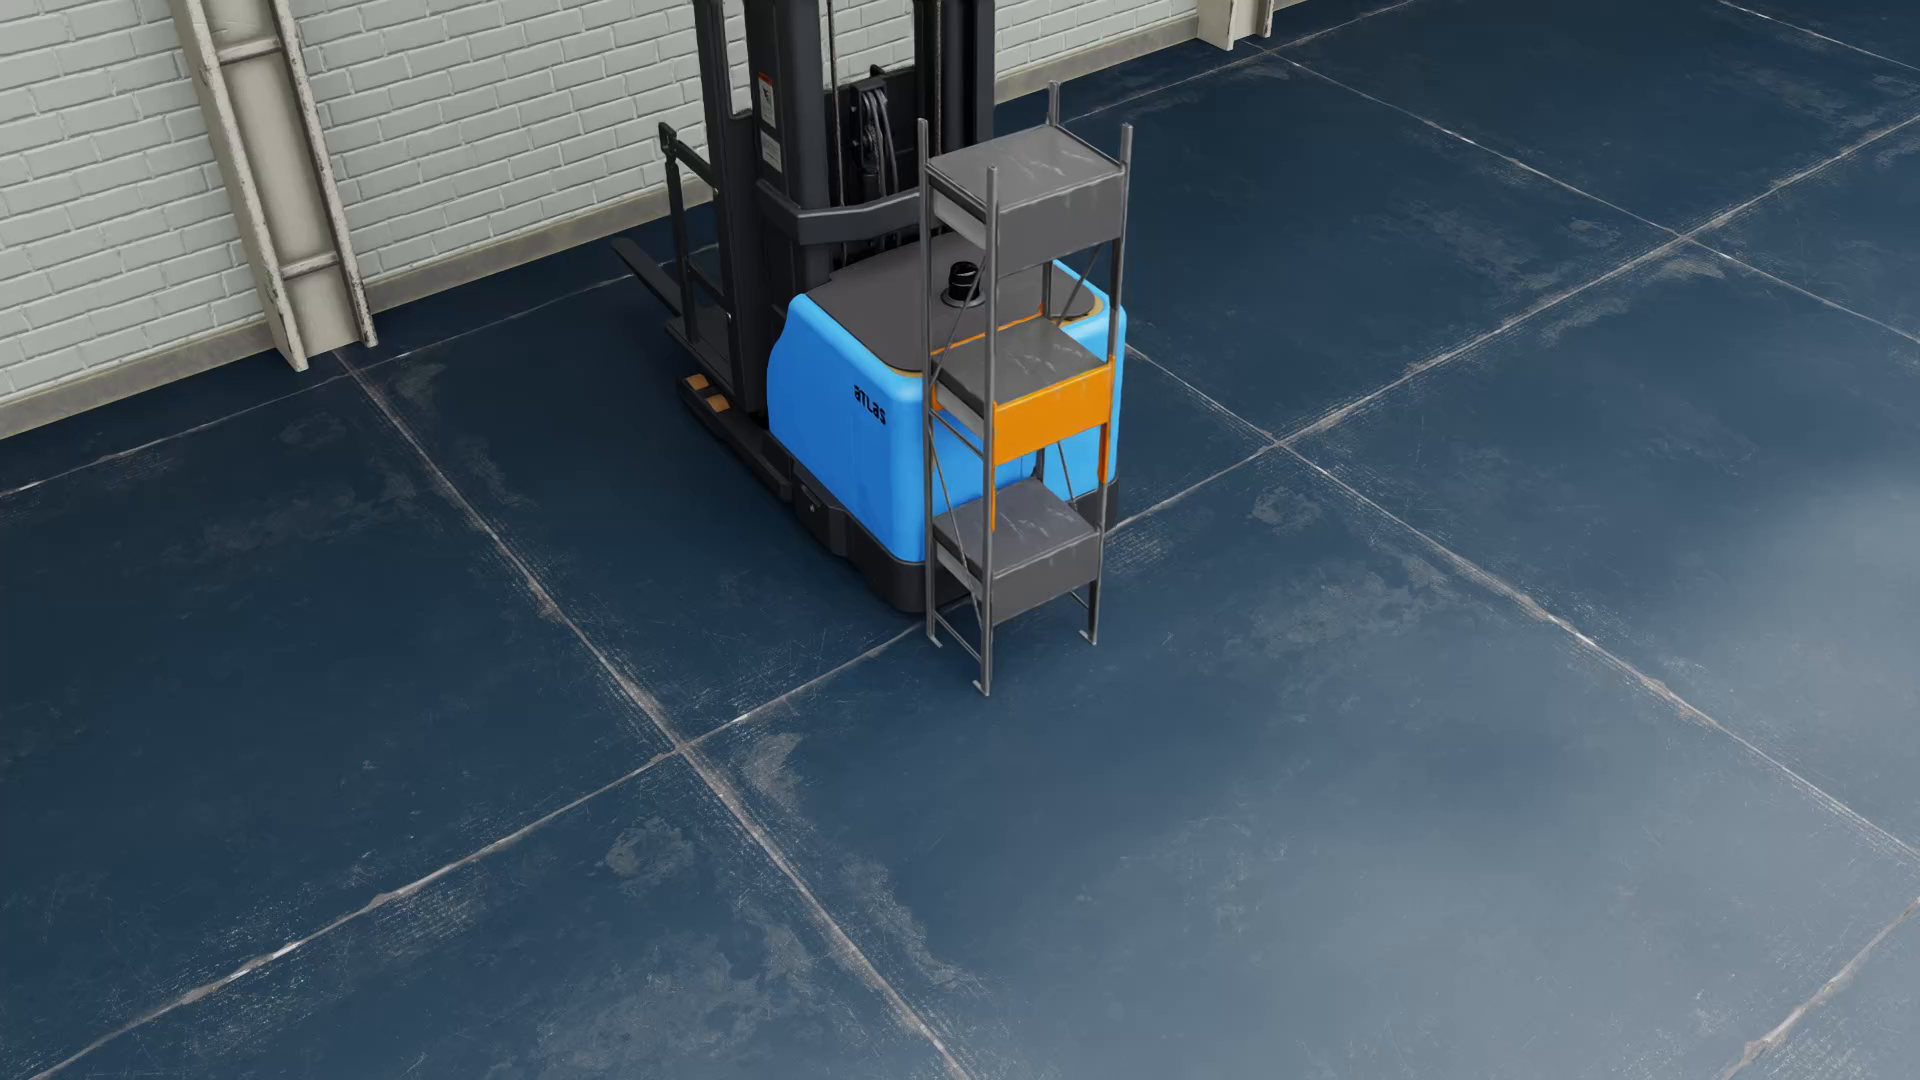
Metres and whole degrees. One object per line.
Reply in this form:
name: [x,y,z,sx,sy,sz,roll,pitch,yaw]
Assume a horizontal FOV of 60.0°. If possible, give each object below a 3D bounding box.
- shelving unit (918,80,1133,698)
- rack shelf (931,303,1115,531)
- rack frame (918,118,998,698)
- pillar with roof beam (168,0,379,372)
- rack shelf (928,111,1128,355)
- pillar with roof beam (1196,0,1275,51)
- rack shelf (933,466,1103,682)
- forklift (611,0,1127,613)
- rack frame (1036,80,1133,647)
shelving unit: [0.193,-0.432,5.621,0.503,2.100,0.431,-23,45,-25]
rack shelf: [0.193,-0.421,5.629,0.480,0.518,0.431,-23,45,-25]
rack frame: [-0.010,-0.346,5.516,0.015,2.100,0.400,-23,45,-25]
pillar with roof beam: [-0.381,-2.245,2.391,0.400,9.000,9.100,-26,46,-28]
rack shelf: [0.193,-0.962,5.185,0.480,0.518,0.431,-23,45,-25]
pillar with roof beam: [4.376,-4.564,5.218,0.400,9.000,9.100,-26,46,-28]
rack shelf: [0.193,0.120,6.073,0.480,0.518,0.431,-23,45,-25]
forklift: [-0.605,-1.758,6.582,1.130,2.935,3.031,-23,45,-25]
rack frame: [0.396,-0.518,5.725,0.015,2.100,0.400,-23,45,-25]
